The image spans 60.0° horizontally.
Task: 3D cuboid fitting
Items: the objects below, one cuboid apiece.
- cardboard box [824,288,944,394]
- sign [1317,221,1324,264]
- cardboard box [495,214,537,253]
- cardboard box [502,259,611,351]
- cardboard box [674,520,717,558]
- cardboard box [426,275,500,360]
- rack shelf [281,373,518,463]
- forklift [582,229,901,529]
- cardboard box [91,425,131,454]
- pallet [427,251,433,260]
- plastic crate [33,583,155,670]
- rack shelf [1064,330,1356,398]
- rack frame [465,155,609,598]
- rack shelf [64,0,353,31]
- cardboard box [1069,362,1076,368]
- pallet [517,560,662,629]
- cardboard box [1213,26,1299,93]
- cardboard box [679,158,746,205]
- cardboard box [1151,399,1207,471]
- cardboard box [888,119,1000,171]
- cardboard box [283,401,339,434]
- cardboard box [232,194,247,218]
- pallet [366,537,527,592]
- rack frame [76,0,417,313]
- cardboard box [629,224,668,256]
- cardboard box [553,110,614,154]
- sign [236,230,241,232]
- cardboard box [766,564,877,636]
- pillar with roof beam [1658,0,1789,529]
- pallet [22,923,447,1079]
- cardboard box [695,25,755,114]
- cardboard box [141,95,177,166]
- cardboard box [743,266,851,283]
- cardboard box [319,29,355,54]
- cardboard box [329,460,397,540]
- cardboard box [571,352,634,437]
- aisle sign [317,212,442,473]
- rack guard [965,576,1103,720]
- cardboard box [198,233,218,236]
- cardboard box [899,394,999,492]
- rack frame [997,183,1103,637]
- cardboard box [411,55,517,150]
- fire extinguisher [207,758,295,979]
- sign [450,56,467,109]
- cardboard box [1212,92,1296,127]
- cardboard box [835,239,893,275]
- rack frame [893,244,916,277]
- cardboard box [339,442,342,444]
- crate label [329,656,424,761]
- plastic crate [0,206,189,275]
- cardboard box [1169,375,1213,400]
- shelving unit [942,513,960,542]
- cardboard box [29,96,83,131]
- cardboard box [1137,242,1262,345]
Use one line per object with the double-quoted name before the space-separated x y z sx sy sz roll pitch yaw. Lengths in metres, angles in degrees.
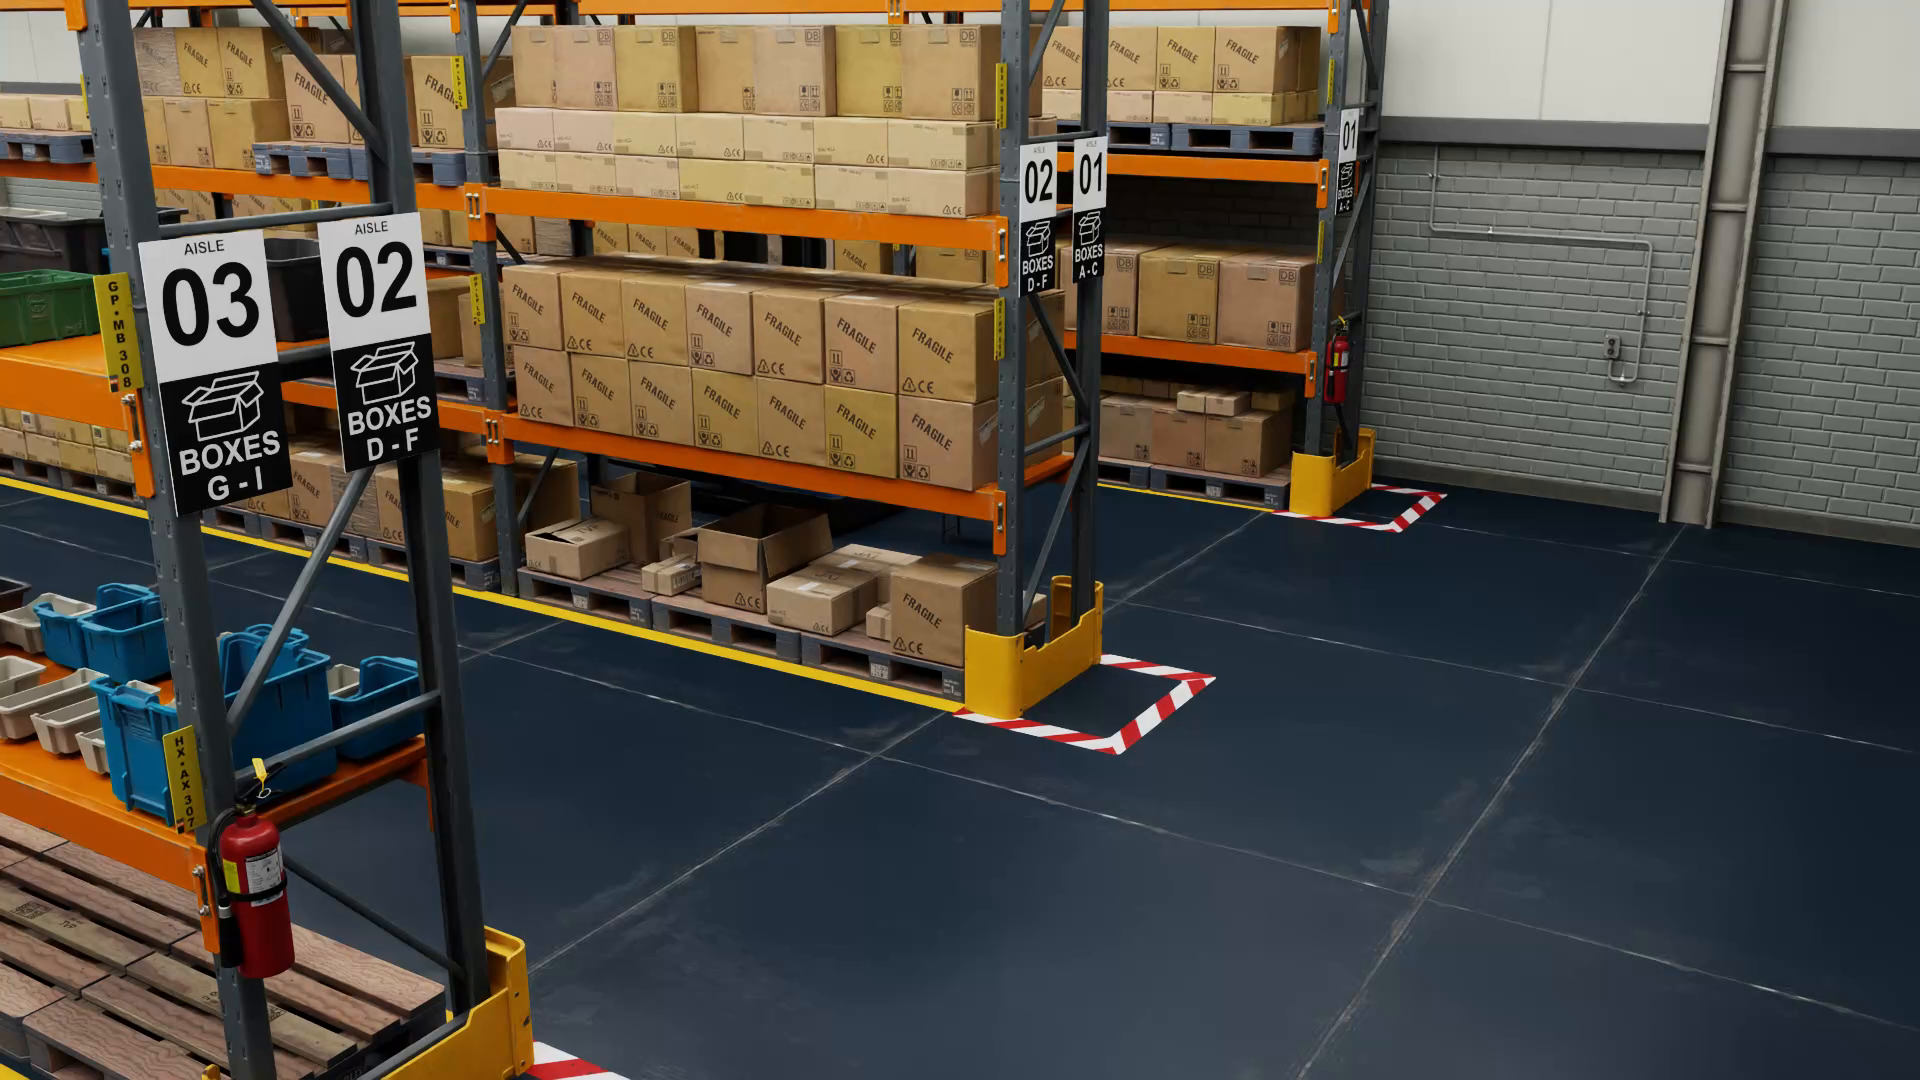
"cardboard box" -0.434 -1.161 9.650 0.500 0.500 0.500 11 20 32
"sign" 2.814 -2.321 12.962 0.005 0.325 0.100 10 20 30
"cardboard box" -4.603 -3.409 18.012 0.500 0.500 0.700 8 19 25
"cardboard box" -2.634 -1.552 10.937 0.500 0.500 0.500 11 20 31
"cardboard box" -1.615 0.040 11.459 0.500 0.311 0.500 10 20 30
"cardboard box" -3.794 -1.632 12.199 0.500 0.500 0.700 14 22 39
"rack shelf" -4.592 -1.127 12.668 4.000 0.370 1.077 10 20 30
"forklift" -1.896 -1.784 13.710 3.031 2.935 1.130 11 20 33
"cardboard box" -6.872 -0.948 13.884 0.500 0.311 0.500 11 20 31
"pallet" -6.541 -3.367 19.135 1.213 0.211 1.003 10 20 30
"plastic crate" -3.491 0.354 6.740 0.300 0.233 0.416 10 20 30
"rack shelf" 1.405 -1.746 14.706 4.000 0.370 1.077 10 20 30
"rack frame" -2.888 -1.167 11.562 0.127 3.000 1.000 10 20 30
"rack shelf" -3.779 -1.971 5.815 4.000 0.370 1.077 10 20 30
"cardboard box" 0.940 -1.522 15.194 0.250 0.149 0.380 9 19 28
"pallet" -2.303 0.272 11.623 1.213 0.211 1.003 10 20 30
"cardboard box" 2.343 -3.801 13.145 0.500 0.500 0.500 10 20 30
"cardboard box" -1.326 -2.167 9.950 0.500 0.250 0.500 10 20 30
"cardboard box" 2.034 -0.949 14.422 0.500 0.500 0.700 10 20 30
"cardboard box" -0.051 -2.176 9.122 0.500 0.250 0.500 10 20 30
"cardboard box" -5.327 -1.057 13.454 0.500 0.250 0.500 11 20 32
"cardboard box" -8.532 -4.057 20.010 0.500 0.500 0.500 9 19 28
"pallet" -3.601 0.053 12.344 1.213 0.211 1.003 10 20 30
"rack frame" -2.075 -2.203 4.650 0.127 3.000 1.000 10 20 30
"cardboard box" -2.986 -2.983 16.824 0.500 0.500 0.500 11 20 32
"cardboard box" -2.177 -2.559 10.380 0.500 0.250 0.500 10 20 30
"sign" -6.021 -2.427 13.856 0.005 0.325 0.100 10 20 30
"cardboard box" -0.866 0.373 10.466 0.500 0.250 0.500 10 20 30
"pillar with roof beam" 3.610 -3.394 8.571 0.400 9.000 9.100 10 20 30
"pallet" -2.758 1.867 6.372 1.213 0.211 1.003 10 20 30
"cardboard box" -1.167 -2.840 10.016 0.500 0.500 0.700 10 20 30
"cardboard box" -5.907 -3.200 12.924 0.500 0.500 0.910 10 20 30
"cardboard box" -1.026 -1.450 10.600 0.500 0.500 0.500 10 20 30
"cardboard box" -7.384 -5.728 19.489 0.500 0.500 0.500 11 20 31
"cardboard box" -4.302 -0.339 12.381 0.500 0.500 0.500 10 20 31
"cardboard box" -2.158 -0.993 10.816 0.500 0.500 0.500 11 20 31
"aisle sign" -1.858 -0.639 5.351 0.004 0.787 0.394 10 20 30
"rack guard" 0.456 0.626 9.961 0.348 0.500 1.175 10 20 30
"cardboard box" -8.964 -3.773 20.364 0.500 0.250 0.500 10 20 31
"cardboard box" -0.004 -0.607 9.547 0.500 0.500 0.500 11 20 32
"rack frame" 0.520 -0.559 9.559 0.127 3.000 1.000 10 20 30
"cardboard box" -3.279 -2.994 11.348 0.600 0.600 0.600 8 19 25
"fire extinguisher" -2.184 1.019 5.142 0.183 0.674 0.296 10 20 30
"sign" -3.175 -2.900 10.539 0.005 0.325 0.100 10 20 30
"cardboard box" 2.347 -3.444 13.261 0.500 0.250 0.500 11 20 32
"cardboard box" -0.824 -2.602 15.568 0.500 0.500 0.500 10 19 29
"rack frame" -0.299 -2.394 15.603 0.127 3.000 1.000 10 20 30
"cardboard box" -4.486 -0.549 13.070 0.500 0.500 0.500 9 19 28
"crate label" -2.113 0.600 5.930 0.303 0.233 0.416 10 20 30
"plastic crate" -3.233 -1.038 6.085 0.767 0.338 0.504 10 20 30
"cardboard box" 2.027 -1.329 14.556 0.250 0.149 0.380 10 20 31
"shelving unit" 0.141 -0.549 12.624 0.503 1.200 0.258 10 20 30
"cardboard box" -7.169 -3.470 13.519 0.500 0.250 0.500 11 20 32
"cardboard box" 2.044 -2.113 14.159 0.700 0.700 0.980 10 20 30
